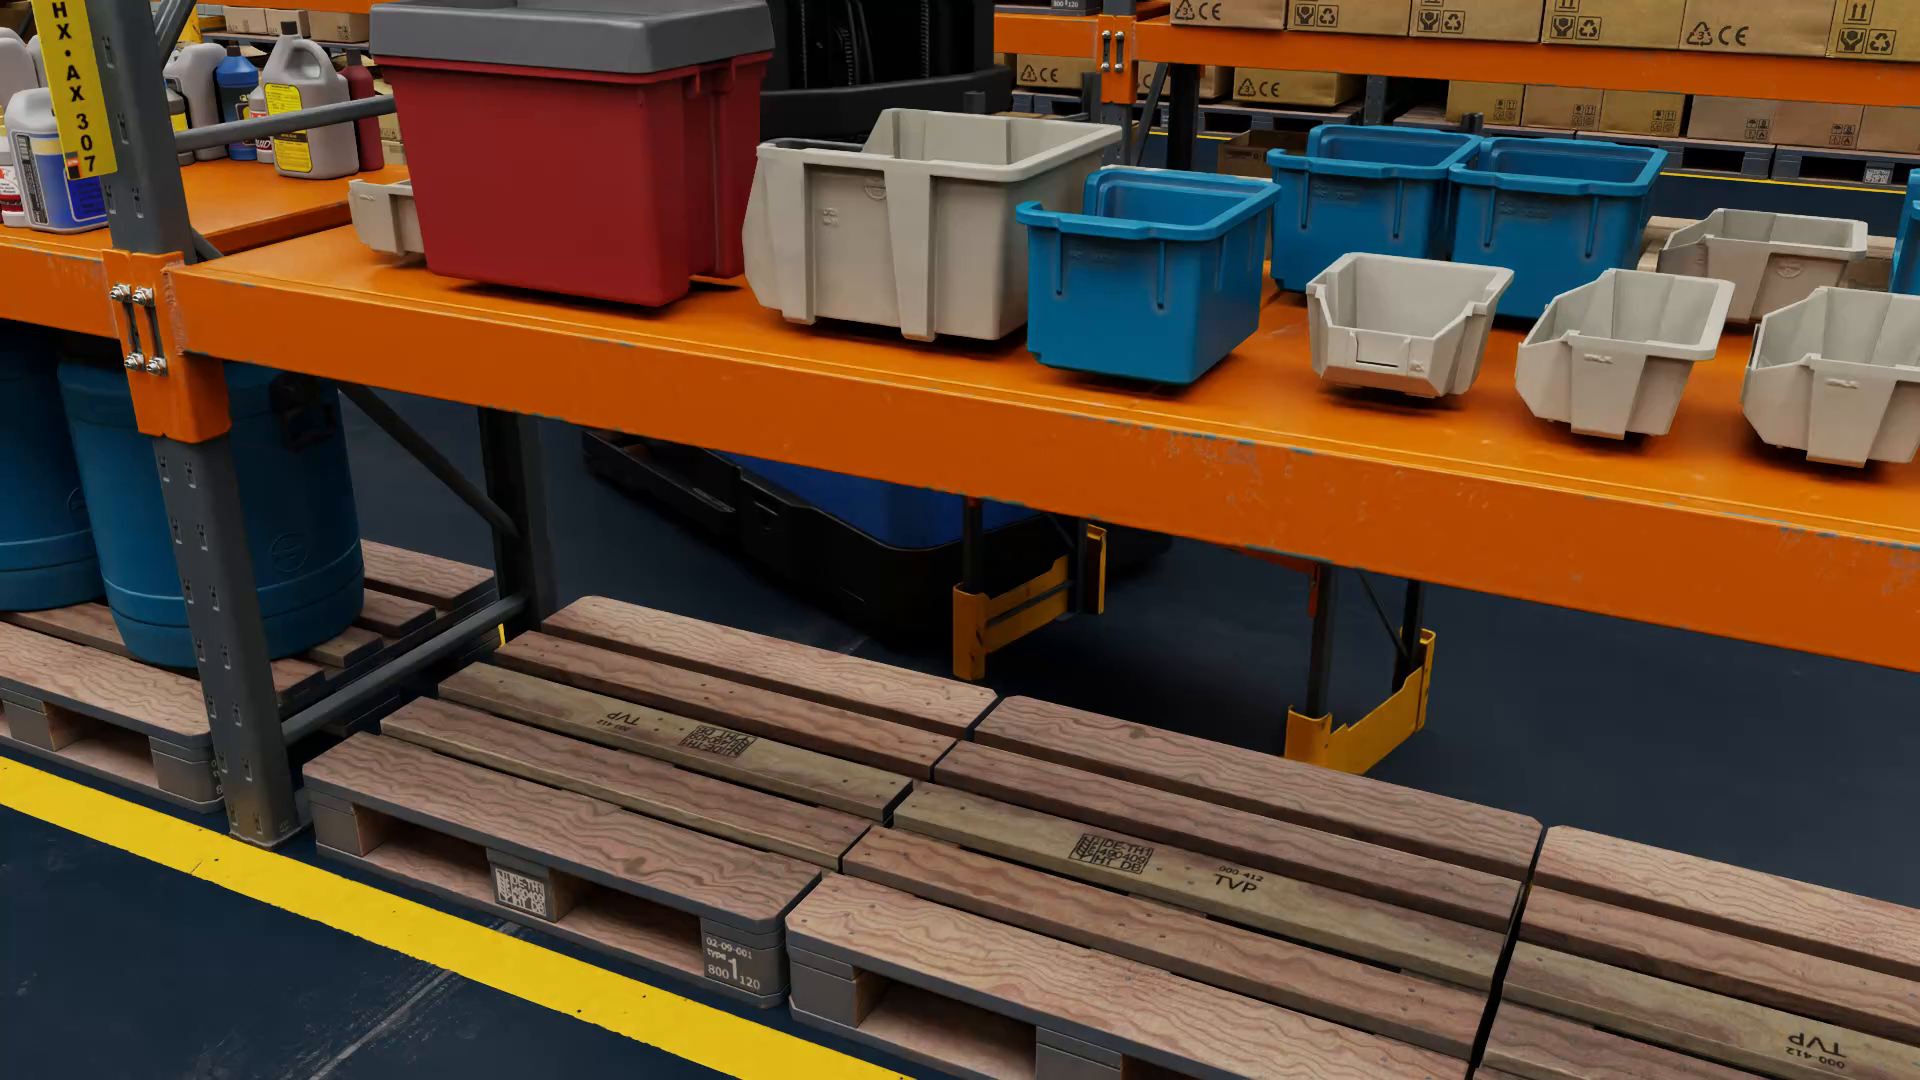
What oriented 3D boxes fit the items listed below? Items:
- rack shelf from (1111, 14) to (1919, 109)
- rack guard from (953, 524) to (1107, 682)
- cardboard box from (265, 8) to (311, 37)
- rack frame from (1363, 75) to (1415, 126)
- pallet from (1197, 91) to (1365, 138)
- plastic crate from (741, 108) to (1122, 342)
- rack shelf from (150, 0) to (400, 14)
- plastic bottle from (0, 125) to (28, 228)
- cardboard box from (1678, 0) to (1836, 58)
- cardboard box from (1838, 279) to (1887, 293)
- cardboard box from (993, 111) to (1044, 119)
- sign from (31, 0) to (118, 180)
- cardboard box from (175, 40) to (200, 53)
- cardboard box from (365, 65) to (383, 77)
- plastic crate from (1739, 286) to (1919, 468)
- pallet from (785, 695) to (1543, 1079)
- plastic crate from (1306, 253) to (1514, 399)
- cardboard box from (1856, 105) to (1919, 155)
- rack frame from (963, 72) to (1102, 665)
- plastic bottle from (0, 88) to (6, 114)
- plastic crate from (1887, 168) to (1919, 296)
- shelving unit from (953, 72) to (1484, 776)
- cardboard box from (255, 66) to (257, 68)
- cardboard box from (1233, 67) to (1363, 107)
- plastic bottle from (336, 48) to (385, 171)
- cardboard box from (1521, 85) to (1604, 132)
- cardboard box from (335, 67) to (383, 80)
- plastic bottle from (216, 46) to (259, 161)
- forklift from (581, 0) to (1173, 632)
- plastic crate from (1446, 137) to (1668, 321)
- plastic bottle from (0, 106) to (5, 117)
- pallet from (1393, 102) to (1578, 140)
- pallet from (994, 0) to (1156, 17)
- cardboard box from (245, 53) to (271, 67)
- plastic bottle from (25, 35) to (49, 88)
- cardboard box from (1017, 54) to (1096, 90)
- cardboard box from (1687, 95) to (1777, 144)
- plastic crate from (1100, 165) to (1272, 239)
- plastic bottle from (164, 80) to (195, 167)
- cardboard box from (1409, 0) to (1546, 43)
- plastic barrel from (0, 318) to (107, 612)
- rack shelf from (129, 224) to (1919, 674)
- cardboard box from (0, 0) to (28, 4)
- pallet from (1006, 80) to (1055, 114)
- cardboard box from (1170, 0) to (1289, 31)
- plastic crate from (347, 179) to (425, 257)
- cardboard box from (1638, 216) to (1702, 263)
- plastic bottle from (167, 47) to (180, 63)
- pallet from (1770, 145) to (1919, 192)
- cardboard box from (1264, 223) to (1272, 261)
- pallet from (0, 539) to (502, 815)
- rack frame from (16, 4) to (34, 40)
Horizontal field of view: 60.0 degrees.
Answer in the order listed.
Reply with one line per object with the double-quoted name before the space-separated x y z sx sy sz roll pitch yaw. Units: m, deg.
"rack shelf" 2.685 -1.926 6.866 4.000 0.370 1.077 11 25 25
"rack guard" 0.197 0.164 4.544 0.087 0.250 0.587 19 29 37
"cardboard box" -6.492 -5.171 16.450 0.500 0.311 0.500 14 27 29
"rack frame" 3.132 -4.341 11.626 0.127 3.000 1.000 11 25 25
"pallet" 2.409 -3.168 12.430 1.213 0.211 1.003 11 25 25
"plastic crate" -0.059 -0.520 2.716 0.530 0.282 0.437 11 25 25
"rack shelf" -4.455 -3.339 10.188 4.000 0.370 1.077 11 25 25
"plastic bottle" -1.952 -0.757 3.452 0.097 0.201 0.097 0 23 0
"cardboard box" 3.040 -2.115 6.262 0.500 0.500 0.500 11 26 25
"cardboard box" 3.552 -0.916 6.629 0.250 0.166 0.380 11 25 25
"cardboard box" 0.097 -1.924 8.572 0.500 0.500 0.500 12 26 25
"sign" -1.588 -0.817 2.984 0.005 0.325 0.100 11 25 25
"cardboard box" -5.282 -3.148 11.080 0.500 0.311 0.500 12 26 26
"cardboard box" -3.477 -2.788 10.233 0.500 0.311 0.500 11 25 23
"plastic crate" 1.170 -0.218 2.191 0.243 0.136 0.396 11 25 25
"pallet" 0.428 0.733 3.256 1.213 0.211 1.003 11 25 25
"plastic crate" 0.638 -0.305 2.394 0.250 0.136 0.298 11 25 25
"cardboard box" 6.031 -2.767 10.580 0.500 0.500 0.700 11 25 25
"rack frame" 0.182 -0.416 4.311 0.032 1.500 0.500 19 29 37
"plastic bottle" -2.241 -0.957 3.730 0.185 0.351 0.144 11 25 25
"plastic crate" 1.572 -0.400 2.496 0.300 0.233 0.416 11 25 25
"shelving unit" 0.573 -0.283 3.999 1.083 1.500 0.587 19 29 37
"cardboard box" -4.611 -2.778 10.210 0.500 0.311 0.500 12 26 26
"cardboard box" 2.493 -3.615 12.127 0.750 0.750 0.750 12 26 25
"plastic bottle" -1.473 -1.041 4.015 0.133 0.283 0.061 11 25 25
"cardboard box" 4.200 -3.127 11.427 0.500 0.500 0.700 11 25 24
"cardboard box" -3.715 -2.599 9.789 0.500 0.311 0.500 11 25 24
"plastic bottle" -1.790 -1.091 4.146 0.097 0.271 0.097 0 23 0
"forklift" -0.652 -1.611 5.293 1.130 2.935 3.031 -17 28 -34
"plastic crate" 0.984 -0.517 2.769 0.300 0.233 0.416 11 25 25
"plastic bottle" -2.122 -0.858 3.688 0.097 0.201 0.097 0 23 0
"pallet" 3.775 -2.897 11.791 1.213 0.211 1.003 11 25 25
"pallet" 0.236 -2.701 8.015 1.213 0.211 1.003 11 25 25
"cardboard box" -4.391 -2.969 10.659 0.500 0.311 0.500 11 25 24
"plastic bottle" -2.406 -1.203 4.403 0.135 0.276 0.152 11 25 25
"cardboard box" 0.938 -3.919 12.843 0.750 0.750 0.750 11 25 24
"cardboard box" 5.136 -2.944 10.996 0.500 0.500 0.700 10 25 23
"plastic crate" 0.351 -0.585 3.053 0.466 0.136 0.293 11 25 25
"plastic bottle" -1.946 -1.022 4.075 0.097 0.201 0.097 0 23 0
"cardboard box" 2.136 -2.293 6.681 0.500 0.500 0.500 11 25 24
"plastic barrel" -2.448 -0.336 4.352 0.708 0.901 0.600 11 25 25
"rack shelf" 0.446 -0.197 2.800 4.000 0.370 1.077 11 25 25
"cardboard box" -6.962 -3.573 11.837 0.500 0.500 0.500 11 25 25
"pallet" 0.232 -3.599 13.443 1.213 0.211 1.003 11 25 25
"cardboard box" 1.232 -2.471 7.101 0.500 0.500 0.500 12 26 26
"plastic crate" -0.988 -0.655 3.219 0.243 0.136 0.396 11 25 25
"cardboard box" 3.220 -1.213 7.221 0.500 0.250 0.500 11 25 25
"plastic bottle" -1.997 -1.132 4.242 0.097 0.271 0.097 0 23 0
"pallet" 5.952 -2.466 10.778 1.213 0.211 1.003 11 25 25
"cardboard box" 1.177 -1.426 7.644 0.500 0.311 0.500 11 25 25
"pallet" -2.008 0.251 4.390 1.213 0.211 1.003 11 25 25
"rack frame" -6.240 -4.023 10.878 0.127 3.000 1.000 11 25 25
